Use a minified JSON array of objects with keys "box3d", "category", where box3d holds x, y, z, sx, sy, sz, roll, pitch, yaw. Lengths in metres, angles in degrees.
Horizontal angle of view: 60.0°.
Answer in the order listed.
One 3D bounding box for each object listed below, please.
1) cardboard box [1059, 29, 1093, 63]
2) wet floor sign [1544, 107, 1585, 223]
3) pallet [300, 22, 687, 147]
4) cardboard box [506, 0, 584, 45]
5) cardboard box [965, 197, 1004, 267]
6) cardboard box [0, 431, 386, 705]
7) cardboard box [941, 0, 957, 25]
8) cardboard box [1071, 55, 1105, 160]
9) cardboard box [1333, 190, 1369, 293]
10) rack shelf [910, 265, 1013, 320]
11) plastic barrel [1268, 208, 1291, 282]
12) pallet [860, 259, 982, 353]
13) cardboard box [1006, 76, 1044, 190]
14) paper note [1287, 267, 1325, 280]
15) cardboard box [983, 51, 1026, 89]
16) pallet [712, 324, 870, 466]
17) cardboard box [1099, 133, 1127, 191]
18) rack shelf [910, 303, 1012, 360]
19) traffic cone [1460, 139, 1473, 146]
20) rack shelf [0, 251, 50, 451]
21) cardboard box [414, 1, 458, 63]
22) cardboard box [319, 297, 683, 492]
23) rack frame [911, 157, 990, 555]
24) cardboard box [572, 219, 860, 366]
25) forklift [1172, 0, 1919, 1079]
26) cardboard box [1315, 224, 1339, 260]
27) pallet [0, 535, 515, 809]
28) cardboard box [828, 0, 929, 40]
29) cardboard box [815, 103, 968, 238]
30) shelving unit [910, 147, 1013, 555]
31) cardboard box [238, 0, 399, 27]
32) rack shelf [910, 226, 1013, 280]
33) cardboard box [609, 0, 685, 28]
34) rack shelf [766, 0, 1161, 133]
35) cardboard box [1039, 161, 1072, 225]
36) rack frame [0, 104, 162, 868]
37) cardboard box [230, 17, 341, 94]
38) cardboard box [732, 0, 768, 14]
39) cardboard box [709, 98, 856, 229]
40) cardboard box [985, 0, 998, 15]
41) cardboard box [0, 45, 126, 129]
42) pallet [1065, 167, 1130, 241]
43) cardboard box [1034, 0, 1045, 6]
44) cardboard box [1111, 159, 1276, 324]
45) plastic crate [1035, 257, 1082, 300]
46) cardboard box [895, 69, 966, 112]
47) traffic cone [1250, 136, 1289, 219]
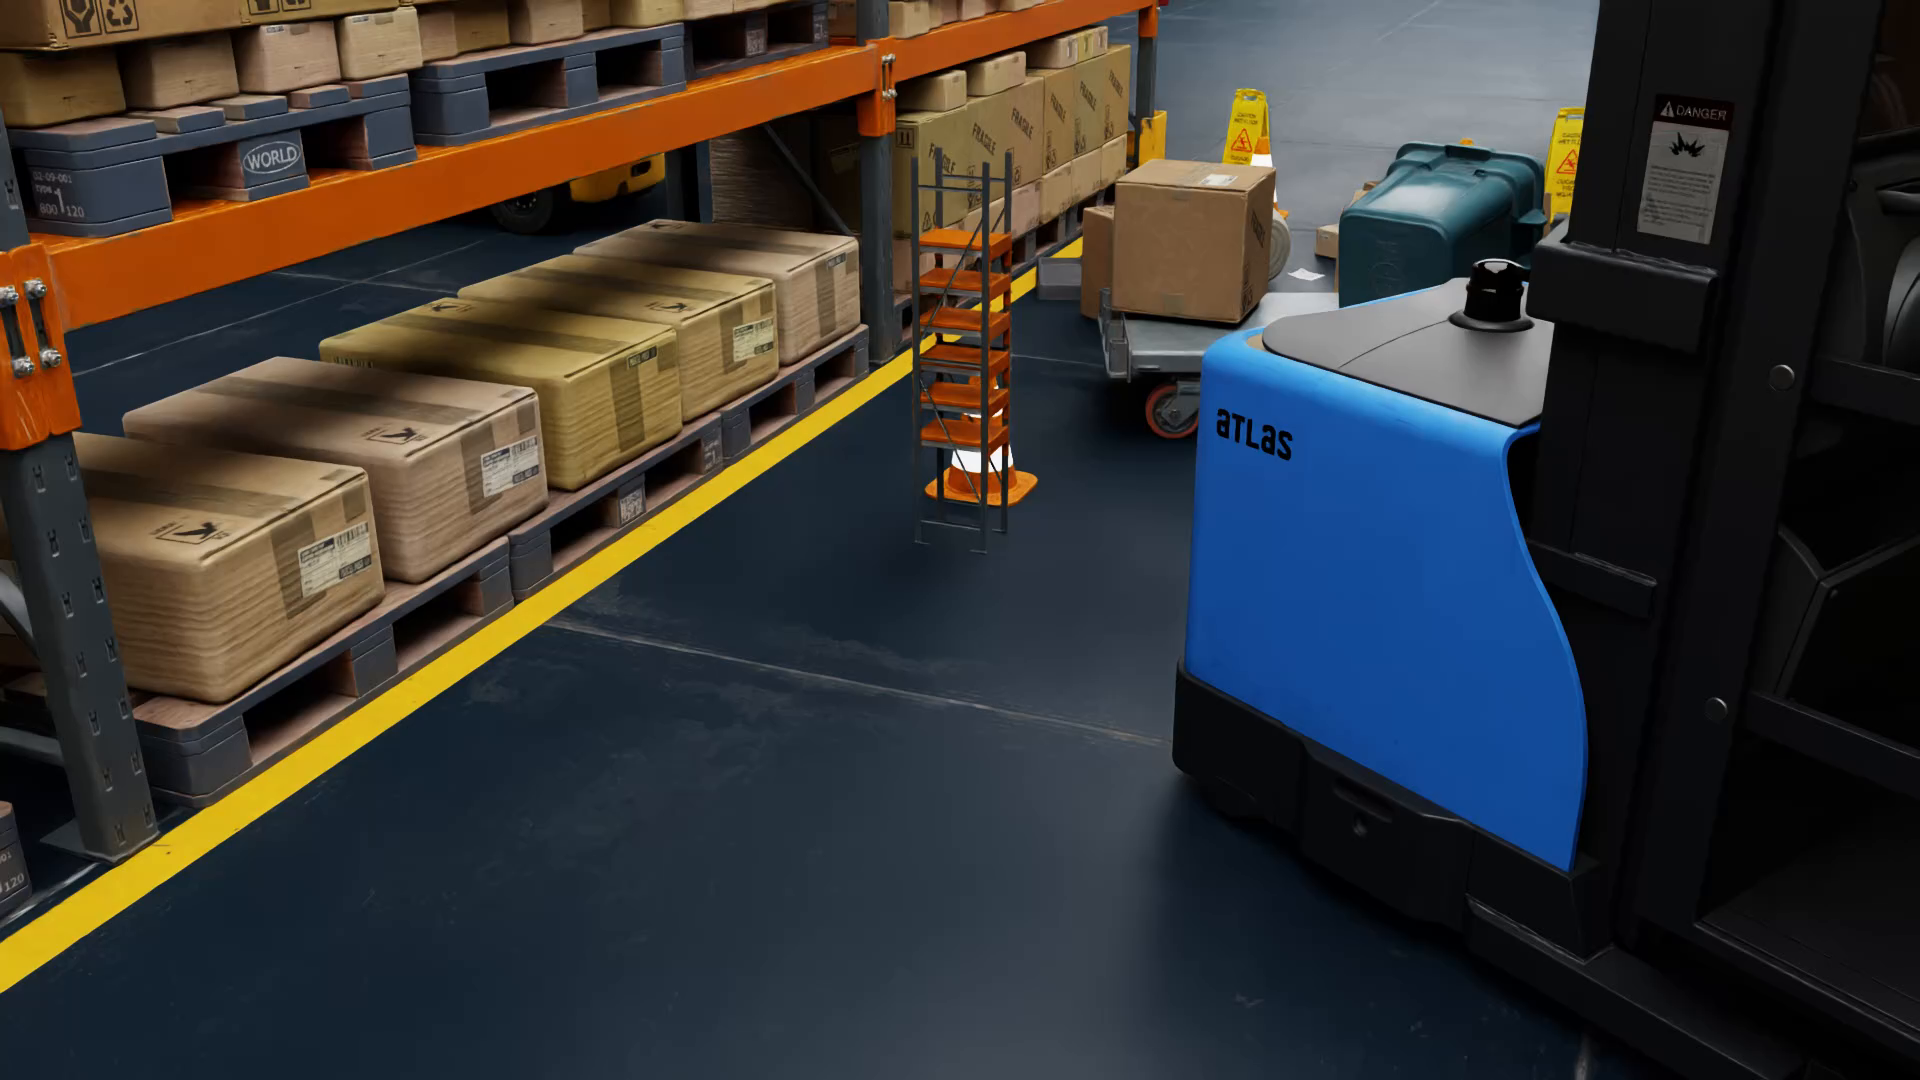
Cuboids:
[{"box3d":[0.495,-2.654,8.920,0.380,0.149,0.250,9,24,21],"category":"cardboard box"},{"box3d":[3.527,-2.173,9.615,0.267,0.644,0.232,5,23,11],"category":"wet floor sign"},{"box3d":[-1.553,-1.401,4.961,1.003,0.211,1.213,9,24,20],"category":"pallet"},{"box3d":[-1.312,-1.514,4.765,0.380,0.149,0.250,10,25,22],"category":"cardboard box"},{"box3d":[-0.107,-1.497,7.965,0.500,0.250,0.500,10,25,23],"category":"cardboard box"},{"box3d":[-2.031,0.043,4.121,0.950,0.372,0.625,7,24,16],"category":"cardboard box"},{"box3d":[-0.234,-2.355,7.322,0.380,0.149,0.250,9,24,20],"category":"cardboard box"},{"box3d":[0.475,-2.398,9.149,0.500,0.500,0.500,10,25,22],"category":"cardboard box"},{"box3d":[2.079,-1.222,7.347,0.797,0.637,0.503,9,24,20],"category":"cardboard box"},{"box3d":[0.005,-0.739,4.956,0.258,0.103,0.180,9,24,20],"category":"rack shelf"},{"box3d":[1.359,-1.494,8.276,0.421,0.421,0.512,-12,25,-26],"category":"plastic barrel"},{"box3d":[-0.548,-1.165,7.766,1.003,0.211,1.213,9,24,20],"category":"pallet"},{"box3d":[0.087,-2.029,8.265,0.500,0.500,0.500,10,25,23],"category":"cardboard box"},{"box3d":[1.763,-1.357,8.474,0.148,0.019,0.142,19,29,38],"category":"paper note"},{"box3d":[0.094,-2.267,7.993,0.380,0.149,0.250,10,25,23],"category":"cardboard box"},{"box3d":[-1.053,-0.641,6.511,1.003,0.211,1.213,9,24,20],"category":"pallet"},{"box3d":[0.662,-2.227,9.712,0.500,0.250,0.500,9,24,20],"category":"cardboard box"},{"box3d":[0.005,-0.629,5.002,0.258,0.103,0.180,9,24,20],"category":"rack shelf"},{"box3d":[2.916,-2.092,9.658,0.336,0.463,0.334,9,24,20],"category":"traffic cone"},{"box3d":[-2.993,0.272,1.640,1.077,0.370,4.000,9,24,20],"category":"rack shelf"},{"box3d":[-1.538,-1.323,4.308,0.380,0.149,0.250,10,25,23],"category":"cardboard box"},{"box3d":[-1.478,-0.493,5.403,0.950,0.372,0.625,10,25,22],"category":"cardboard box"},{"box3d":[-0.029,-0.526,4.953,0.240,1.200,0.006,9,24,20],"category":"rack frame"},{"box3d":[-0.957,-1.000,6.617,0.950,0.372,0.625,9,24,21],"category":"cardboard box"},{"box3d":[1.778,-0.443,2.507,1.130,2.935,3.031,-16,28,-34],"category":"forklift"},{"box3d":[2.110,-1.565,8.803,0.250,0.149,0.380,-17,28,-35],"category":"cardboard box"},{"box3d":[-1.959,0.232,4.421,1.003,0.211,1.213,9,24,20],"category":"pallet"},{"box3d":[-0.350,-2.158,6.850,0.380,0.149,0.250,9,24,20],"category":"cardboard box"},{"box3d":[-0.295,-1.650,7.359,0.500,0.500,0.500,10,25,23],"category":"cardboard box"},{"box3d":[0.005,-0.559,5.031,0.258,1.200,0.189,9,24,20],"category":"shelving unit"},{"box3d":[-1.682,-1.468,3.812,0.500,0.500,0.500,10,25,23],"category":"cardboard box"},{"box3d":[0.005,-0.850,4.910,0.258,0.103,0.180,9,24,20],"category":"rack shelf"},{"box3d":[-1.092,-1.698,5.204,0.380,0.149,0.250,9,24,20],"category":"cardboard box"},{"box3d":[-0.022,-2.591,8.493,1.077,0.370,4.000,9,24,20],"category":"rack shelf"},{"box3d":[0.282,-1.863,8.841,0.500,0.250,0.500,8,24,18],"category":"cardboard box"},{"box3d":[-2.251,-0.775,3.215,1.000,3.000,0.127,9,24,20],"category":"rack frame"},{"box3d":[-1.677,-1.131,3.846,0.380,0.149,0.250,7,24,17],"category":"cardboard box"},{"box3d":[-0.876,-1.872,5.620,0.380,0.149,0.250,8,24,19],"category":"cardboard box"},{"box3d":[-0.794,-1.728,7.545,0.500,0.500,0.500,8,24,19],"category":"cardboard box"},{"box3d":[-0.040,-2.538,7.761,0.380,0.149,0.250,9,24,20],"category":"cardboard box"},{"box3d":[-1.957,-0.943,3.397,0.380,0.149,0.250,7,24,17],"category":"cardboard box"},{"box3d":[0.358,-2.039,9.857,1.003,0.211,1.213,9,24,20],"category":"pallet"},{"box3d":[0.202,-2.708,8.168,0.380,0.149,0.250,9,24,20],"category":"cardboard box"},{"box3d":[0.899,-1.159,6.393,0.500,0.500,0.500,9,24,20],"category":"cardboard box"},{"box3d":[0.580,-1.304,8.268,0.402,0.080,0.583,1,23,2],"category":"plastic crate"},{"box3d":[-0.193,-1.986,7.320,0.380,0.149,0.250,9,24,21],"category":"cardboard box"},{"box3d":[1.759,-2.129,9.747,0.336,0.463,0.334,9,24,20],"category":"traffic cone"}]
